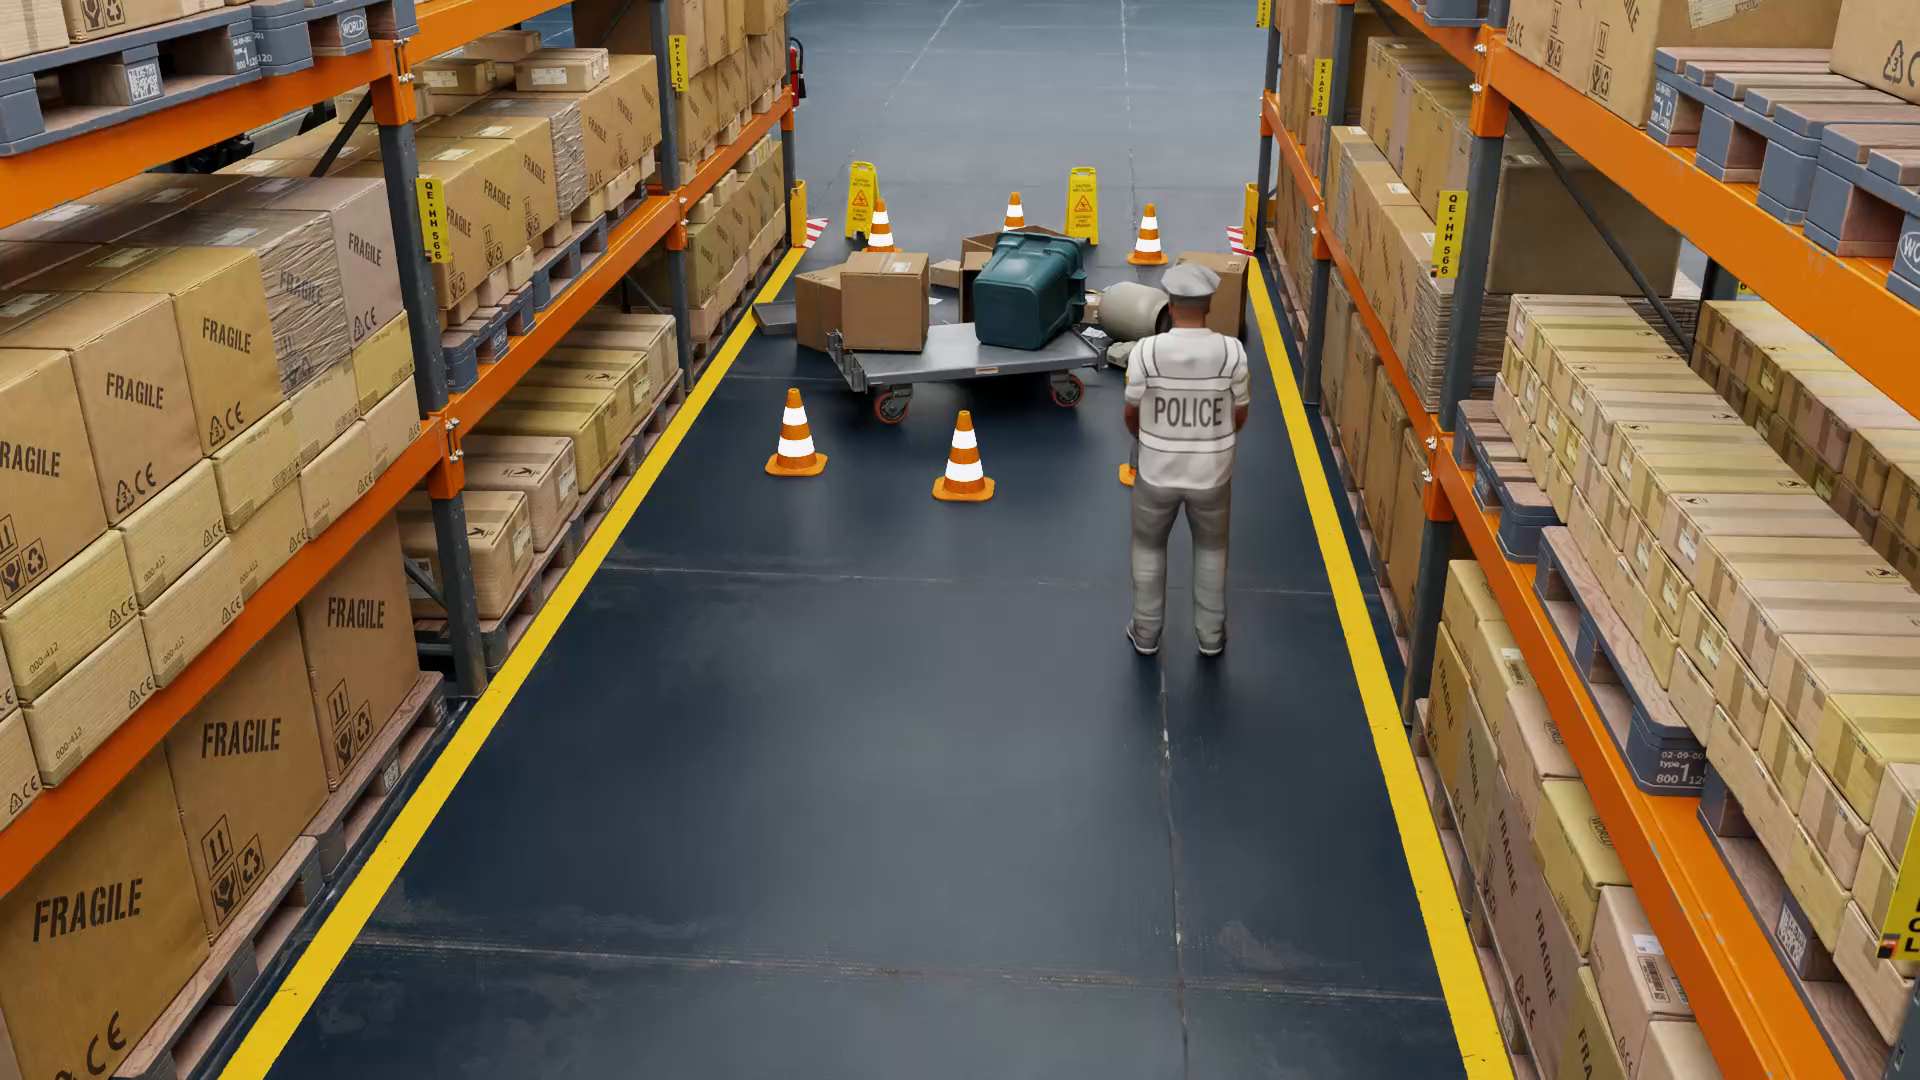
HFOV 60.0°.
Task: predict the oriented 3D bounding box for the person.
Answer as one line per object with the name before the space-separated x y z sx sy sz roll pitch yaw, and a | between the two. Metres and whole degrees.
person | 0.976 -0.335 7.309 0.533 1.770 0.491 1 24 3
